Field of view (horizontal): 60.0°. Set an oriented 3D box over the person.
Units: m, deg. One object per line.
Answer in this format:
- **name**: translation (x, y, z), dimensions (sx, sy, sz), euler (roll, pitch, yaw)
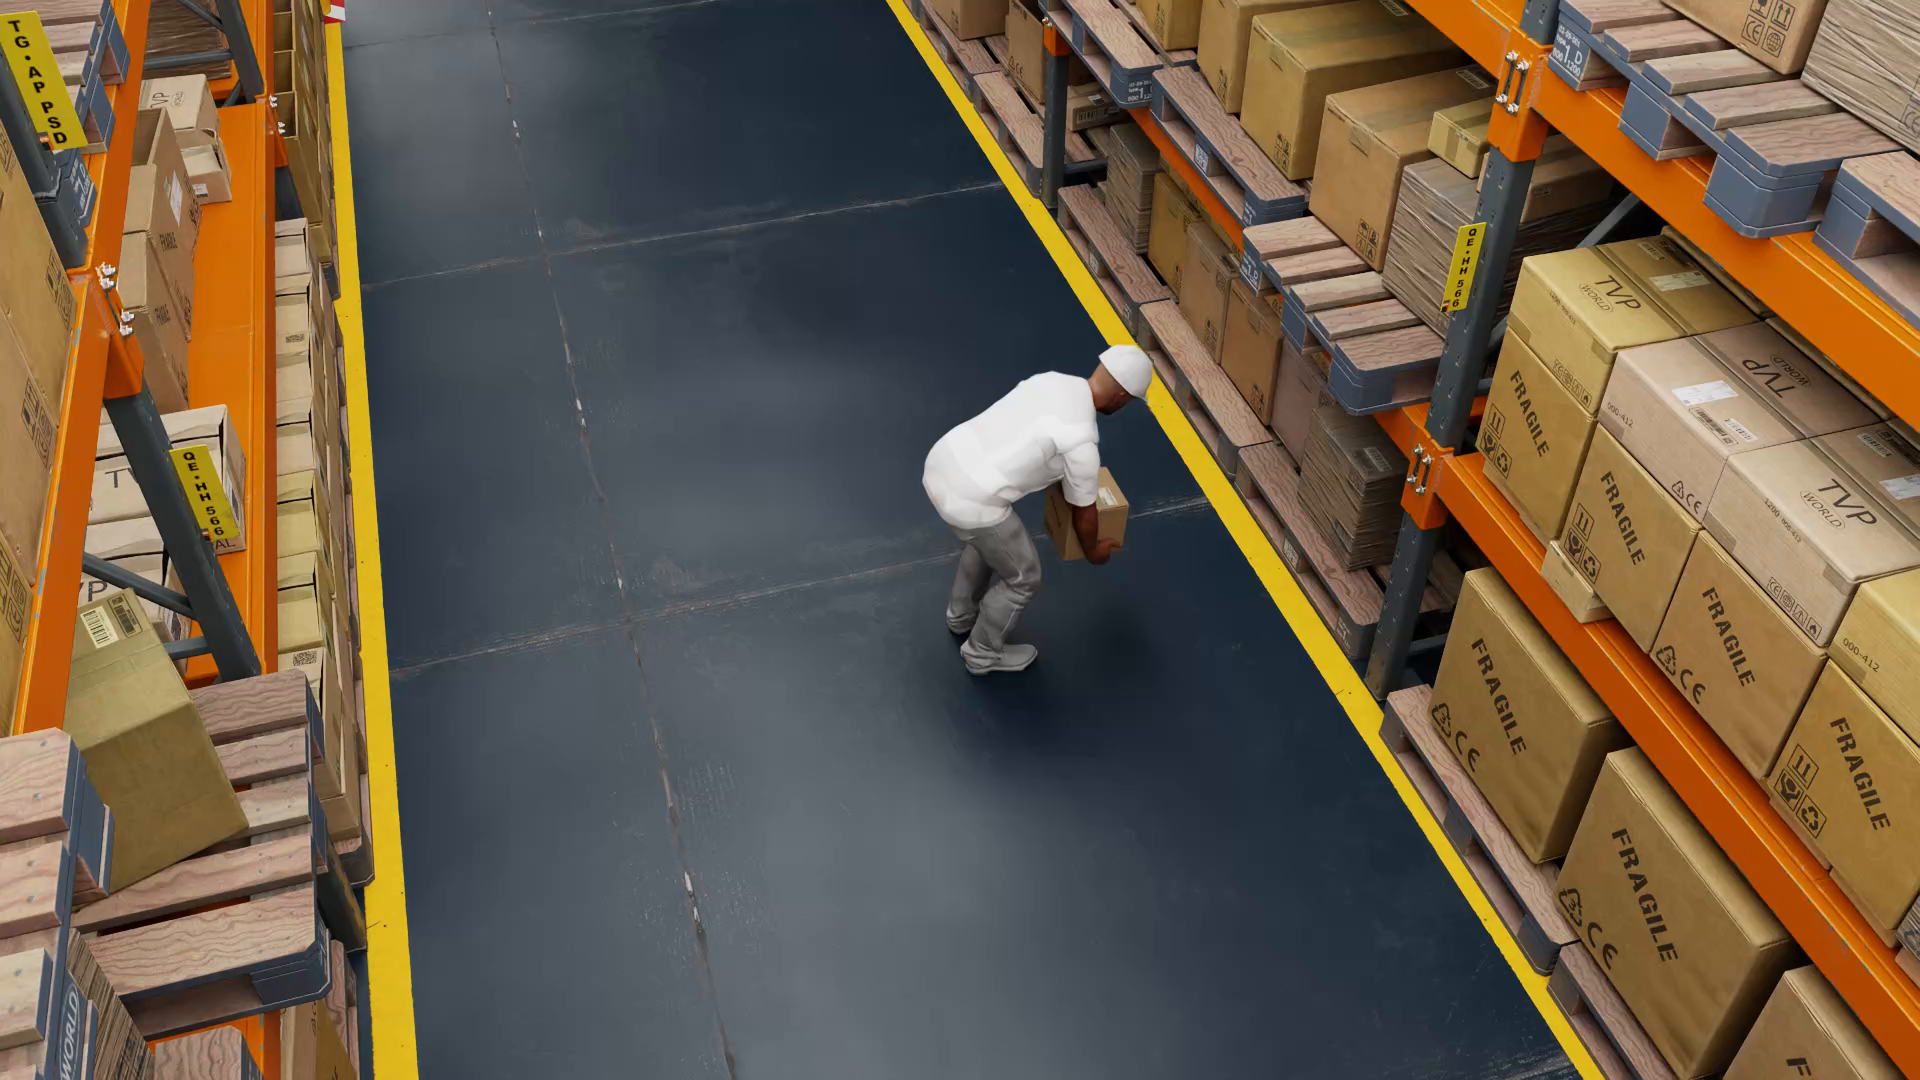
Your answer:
- **person**: translation (0.306, -0.134, 6.581), dimensions (0.898, 1.376, 0.490), euler (-13, 44, -14)
